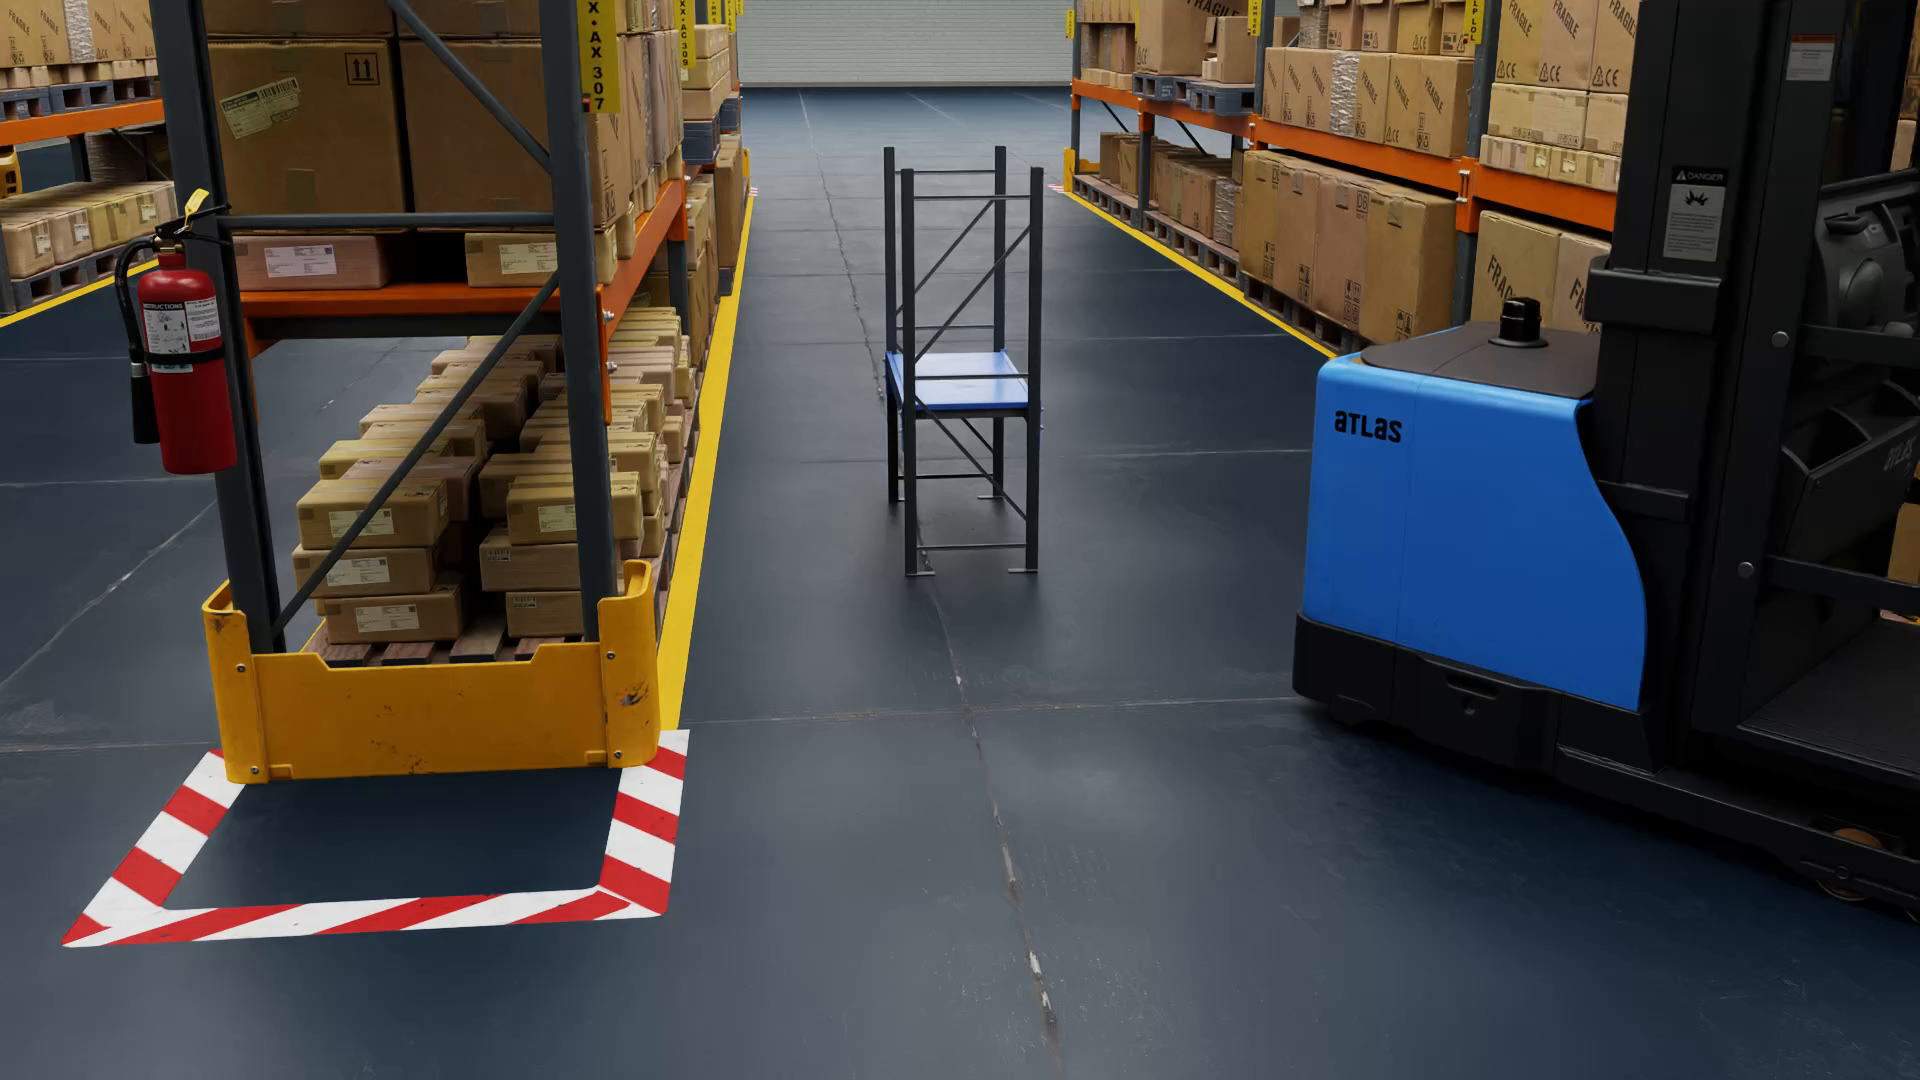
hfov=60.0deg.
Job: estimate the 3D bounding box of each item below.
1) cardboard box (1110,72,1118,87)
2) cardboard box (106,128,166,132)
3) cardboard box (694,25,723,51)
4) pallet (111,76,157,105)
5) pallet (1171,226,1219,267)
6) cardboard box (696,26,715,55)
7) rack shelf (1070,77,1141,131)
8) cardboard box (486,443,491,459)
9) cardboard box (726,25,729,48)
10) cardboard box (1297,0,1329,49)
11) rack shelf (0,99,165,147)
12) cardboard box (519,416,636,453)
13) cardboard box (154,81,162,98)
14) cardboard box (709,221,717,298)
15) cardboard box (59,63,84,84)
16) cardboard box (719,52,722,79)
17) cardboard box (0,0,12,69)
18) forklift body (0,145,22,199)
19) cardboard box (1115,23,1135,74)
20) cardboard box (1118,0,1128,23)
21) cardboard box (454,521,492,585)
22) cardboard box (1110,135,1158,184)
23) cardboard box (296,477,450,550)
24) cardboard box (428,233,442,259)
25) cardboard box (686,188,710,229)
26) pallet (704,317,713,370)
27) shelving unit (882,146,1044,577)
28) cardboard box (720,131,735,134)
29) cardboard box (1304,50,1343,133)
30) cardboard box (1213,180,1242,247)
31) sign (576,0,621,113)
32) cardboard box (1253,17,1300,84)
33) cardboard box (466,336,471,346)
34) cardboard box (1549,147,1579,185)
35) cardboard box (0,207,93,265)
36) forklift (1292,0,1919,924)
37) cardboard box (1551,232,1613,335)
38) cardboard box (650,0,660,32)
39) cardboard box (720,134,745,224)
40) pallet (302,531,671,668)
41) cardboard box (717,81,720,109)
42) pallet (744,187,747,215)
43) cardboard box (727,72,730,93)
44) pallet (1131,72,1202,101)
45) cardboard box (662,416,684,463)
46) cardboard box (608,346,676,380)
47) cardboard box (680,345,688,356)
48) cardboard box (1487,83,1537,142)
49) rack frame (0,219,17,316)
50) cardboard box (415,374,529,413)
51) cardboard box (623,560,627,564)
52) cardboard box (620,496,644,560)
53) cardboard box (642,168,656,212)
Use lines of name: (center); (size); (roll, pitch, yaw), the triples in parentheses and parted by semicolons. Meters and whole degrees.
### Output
cardboard box: (1.802, -4.888, 17.659); (0.380, 0.149, 0.250); (-2, 18, -6)
cardboard box: (-7.982, -3.765, 16.301); (0.500, 0.500, 0.500); (-1, 17, -5)
cardboard box: (-1.637, -3.038, 10.072); (0.380, 0.149, 0.250); (-1, 17, -3)
pallet: (-7.666, -3.876, 14.336); (1.003, 0.211, 1.213); (-2, 18, -6)
pallet: (2.468, -2.579, 14.540); (1.003, 0.211, 1.213); (-2, 18, -6)
cardboard box: (-1.504, -2.655, 8.850); (0.380, 0.149, 0.250); (-2, 18, -5)
rack shelf: (2.051, -4.759, 18.027); (1.077, 0.370, 4.000); (-2, 18, -6)
cardboard box: (-1.909, -0.247, 6.017); (0.380, 0.149, 0.250); (-2, 17, -5)
cardboard box: (-1.768, -3.423, 11.299); (0.380, 0.149, 0.250); (-2, 18, -8)
cardboard box: (2.729, -3.622, 11.365); (0.797, 0.503, 0.637); (-1, 17, -4)
rack shelf: (-7.394, -3.261, 13.256); (1.077, 0.370, 4.000); (-2, 18, -6)
cardboard box: (-1.320, -0.327, 5.776); (0.380, 0.149, 0.250); (-3, 18, -8)
cardboard box: (-7.314, -4.184, 15.415); (0.380, 0.149, 0.250); (-2, 18, -6)
cardboard box: (-1.897, -1.856, 11.053); (0.500, 0.500, 0.500); (-1, 17, -3)
cardboard box: (-7.155, -3.674, 13.090); (0.380, 0.149, 0.250); (-1, 17, -4)
cardboard box: (-1.608, -2.819, 9.871); (0.380, 0.149, 0.250); (-2, 18, -7)
cardboard box: (-7.004, -3.539, 11.578); (0.500, 0.500, 0.500); (-2, 18, -7)
forklift body: (-10.939, -4.323, 16.858); (2.313, 2.155, 1.214); (-2, 18, -6)
cardboard box: (2.104, -5.127, 17.338); (0.875, 0.500, 0.500); (-2, 18, -6)
cardboard box: (1.884, -5.447, 16.687); (0.500, 0.500, 0.500); (-2, 18, -6)
cardboard box: (-1.780, 0.047, 5.578); (0.380, 0.149, 0.250); (-2, 18, -6)
cardboard box: (1.988, -4.342, 18.971); (0.500, 0.500, 0.500); (3, 18, 9)
cardboard box: (-1.756, -0.081, 4.994); (0.380, 0.149, 0.250); (-2, 17, -5)
cardboard box: (-1.793, -0.926, 5.037); (0.380, 0.149, 0.250); (-2, 18, -6)
cardboard box: (-1.843, -2.059, 10.447); (0.500, 0.250, 0.500); (-1, 17, -4)
pallet: (-2.073, -1.265, 10.354); (1.003, 0.211, 1.213); (-2, 18, -6)
shelving unit: (-0.009, -0.741, 6.533); (0.538, 1.500, 1.048); (-2, 18, -6)
cardboard box: (-2.682, -3.759, 16.489); (0.875, 0.875, 0.875); (-2, 17, -5)
cardboard box: (2.561, -2.903, 10.748); (0.500, 0.500, 0.500); (-2, 18, -7)
cardboard box: (2.511, -2.695, 13.693); (0.700, 0.500, 0.500); (-3, 18, -10)
sign: (-0.910, -1.237, 4.165); (0.100, 0.325, 0.005); (-2, 18, -6)
cardboard box: (2.574, -3.722, 12.656); (0.500, 0.500, 0.500); (-4, 18, -12)
cardboard box: (-2.063, -0.930, 7.698); (0.380, 0.149, 0.250); (-1, 17, -3)
cardboard box: (2.865, -1.669, 7.405); (0.380, 0.149, 0.250); (-2, 18, -7)
cardboard box: (-7.320, -2.343, 12.818); (0.950, 0.372, 0.625); (-2, 18, -7)
forklift: (2.407, -0.677, 3.939); (3.031, 2.935, 1.130); (16, 24, 42)
cardboard box: (3.163, -0.842, 7.197); (0.875, 0.875, 0.875); (-2, 18, -6)
cardboard box: (-1.447, -2.227, 6.431); (0.500, 0.500, 0.500); (-1, 17, -4)
cardboard box: (-2.533, -3.328, 15.323); (1.050, 0.750, 0.750); (-2, 18, -6)
pallet: (-1.506, 0.257, 5.506); (1.003, 0.211, 1.213); (-2, 18, -6)
cardboard box: (-1.553, -2.519, 9.411); (0.380, 0.149, 0.250); (-3, 18, -8)
pallet: (-2.817, -3.646, 17.937); (1.003, 0.211, 1.213); (-2, 18, -6)
cardboard box: (-1.743, -3.065, 11.149); (0.380, 0.149, 0.250); (-2, 18, -6)
pallet: (2.191, -4.182, 15.311); (1.003, 0.211, 1.213); (-2, 18, -6)
cardboard box: (-1.376, -0.425, 7.081); (0.380, 0.149, 0.250); (-2, 18, -6)
cardboard box: (-1.399, -0.719, 7.024); (0.380, 0.149, 0.250); (-3, 18, -8)
cardboard box: (-1.473, -0.817, 7.834); (0.380, 0.149, 0.250); (-3, 18, -8)
cardboard box: (2.870, -2.045, 7.936); (0.500, 0.250, 0.500); (-2, 18, -7)
rack frame: (-7.188, -3.008, 11.250); (1.000, 3.000, 0.127); (-2, 18, -6)
cardboard box: (-1.897, -0.548, 6.480); (0.380, 0.149, 0.250); (-2, 18, -5)
cardboard box: (-1.326, 0.037, 5.610); (0.380, 0.149, 0.250); (-2, 17, -5)
cardboard box: (-1.220, -0.037, 5.349); (0.380, 0.149, 0.250); (-2, 18, -6)
cardboard box: (-1.367, -1.338, 6.350); (0.380, 0.149, 0.250); (-1, 17, -5)
